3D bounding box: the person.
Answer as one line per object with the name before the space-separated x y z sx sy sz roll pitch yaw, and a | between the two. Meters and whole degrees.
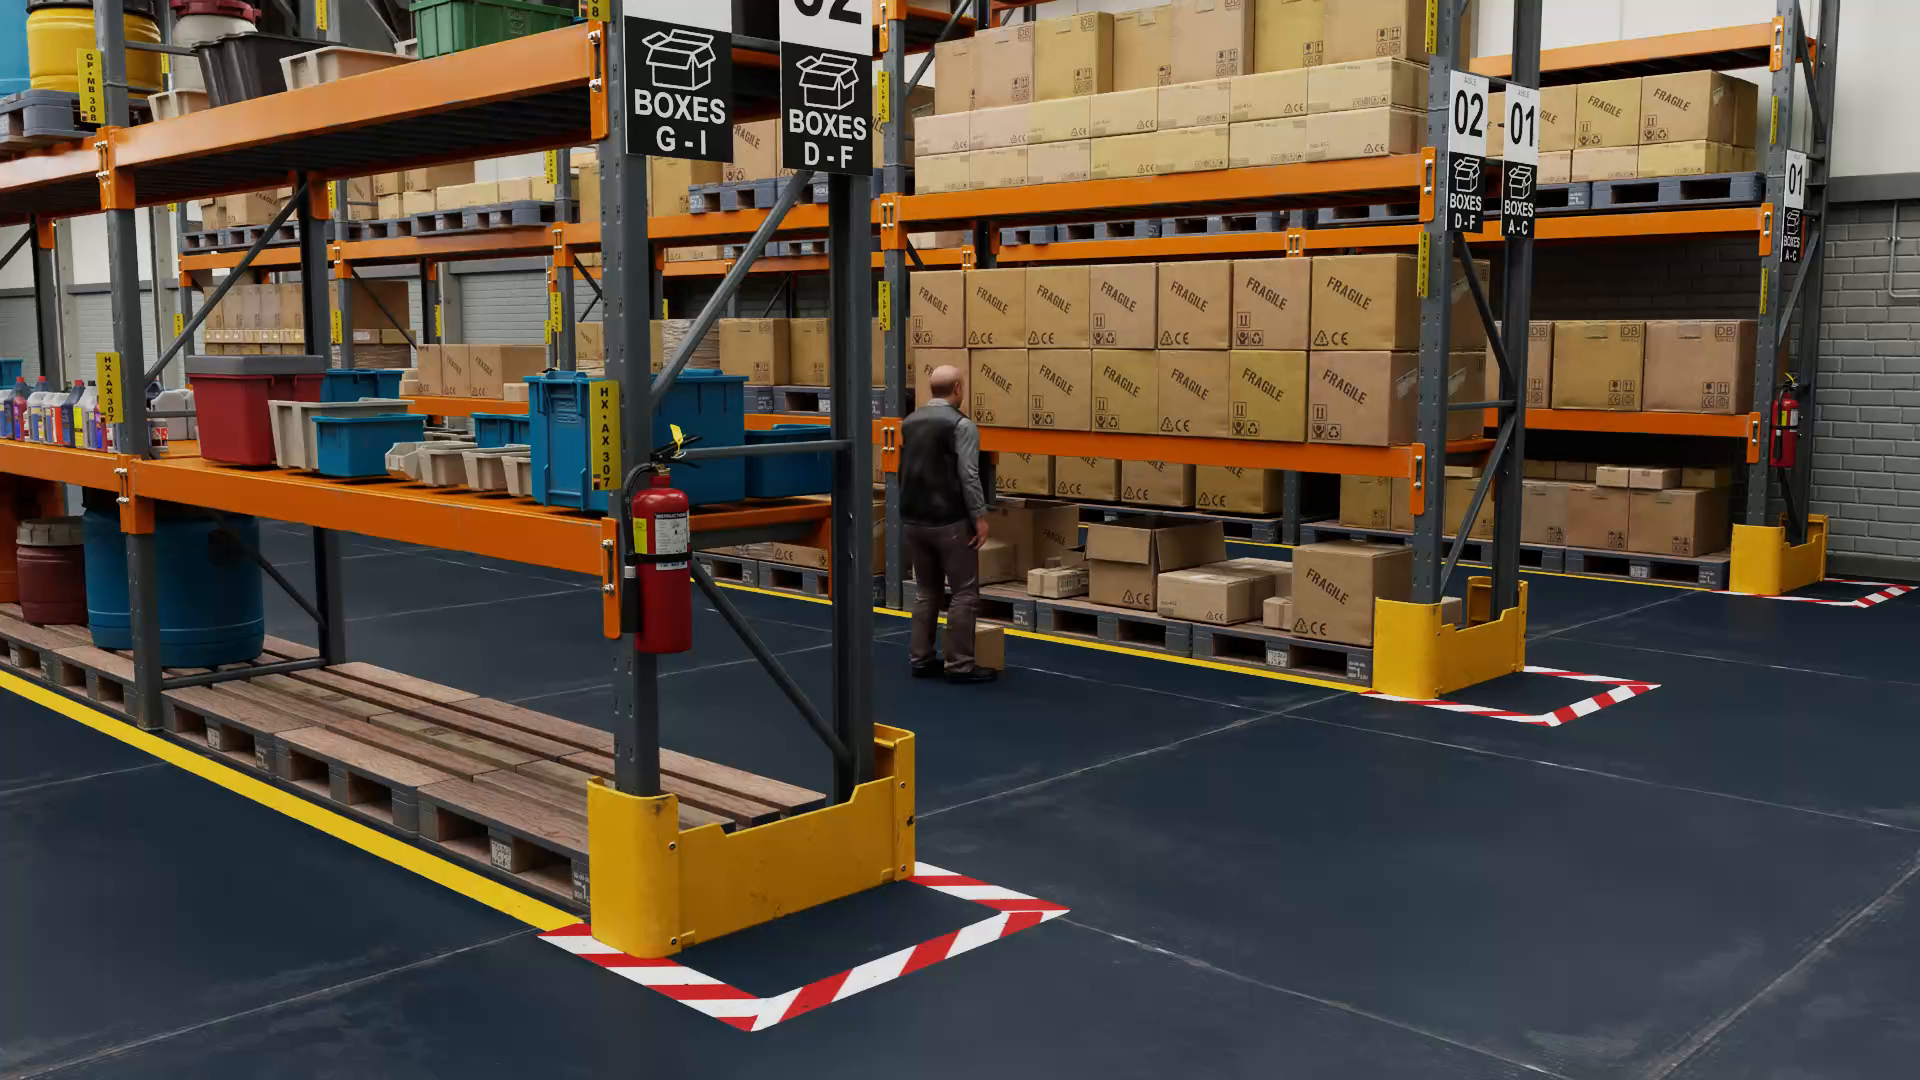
person | -0.110 -0.091 9.095 0.580 1.720 0.417 6 9 41
